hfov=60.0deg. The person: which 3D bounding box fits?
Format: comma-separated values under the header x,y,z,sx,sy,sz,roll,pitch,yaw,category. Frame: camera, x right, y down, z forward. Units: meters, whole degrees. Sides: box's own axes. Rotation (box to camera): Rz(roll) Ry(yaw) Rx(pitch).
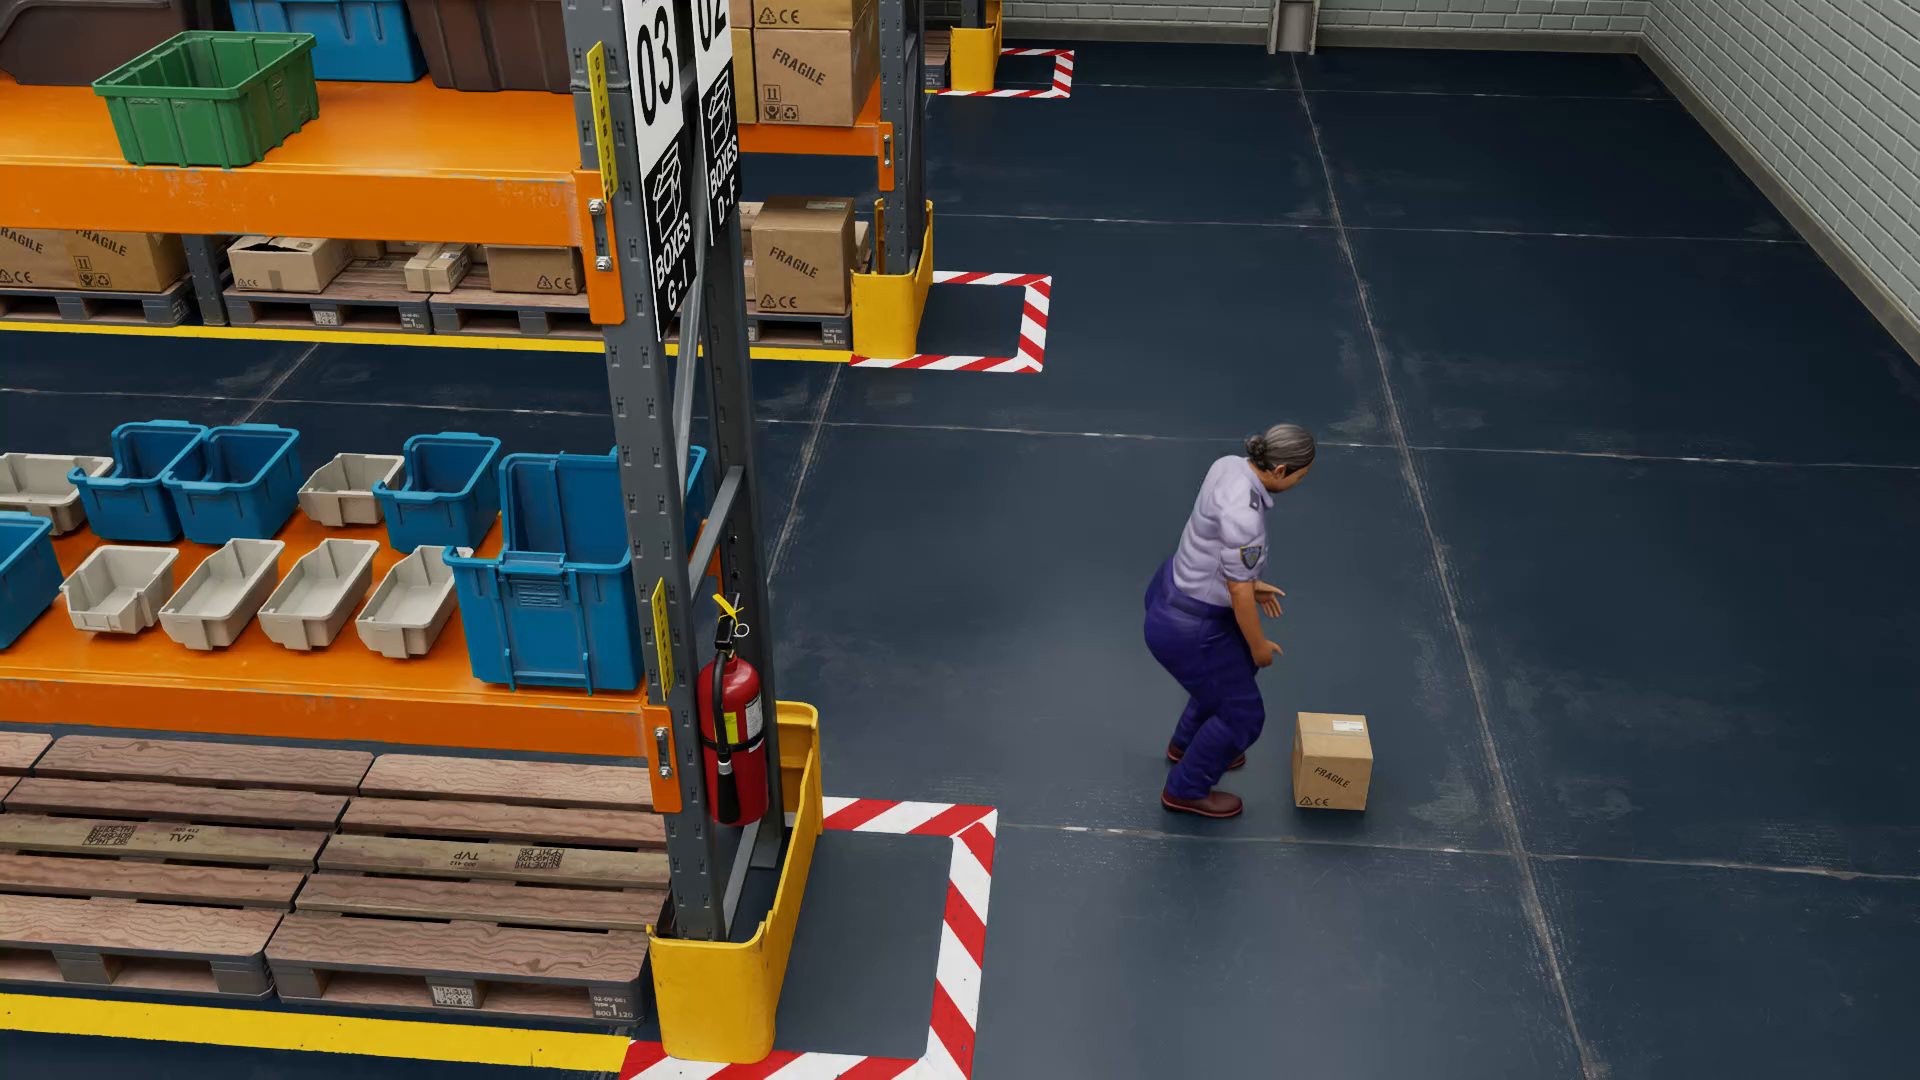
x,y,z,sx,sy,sz,roll,pitch,yaw,category
0.914,0.264,5.883,0.529,1.499,0.522,3,32,5,person
